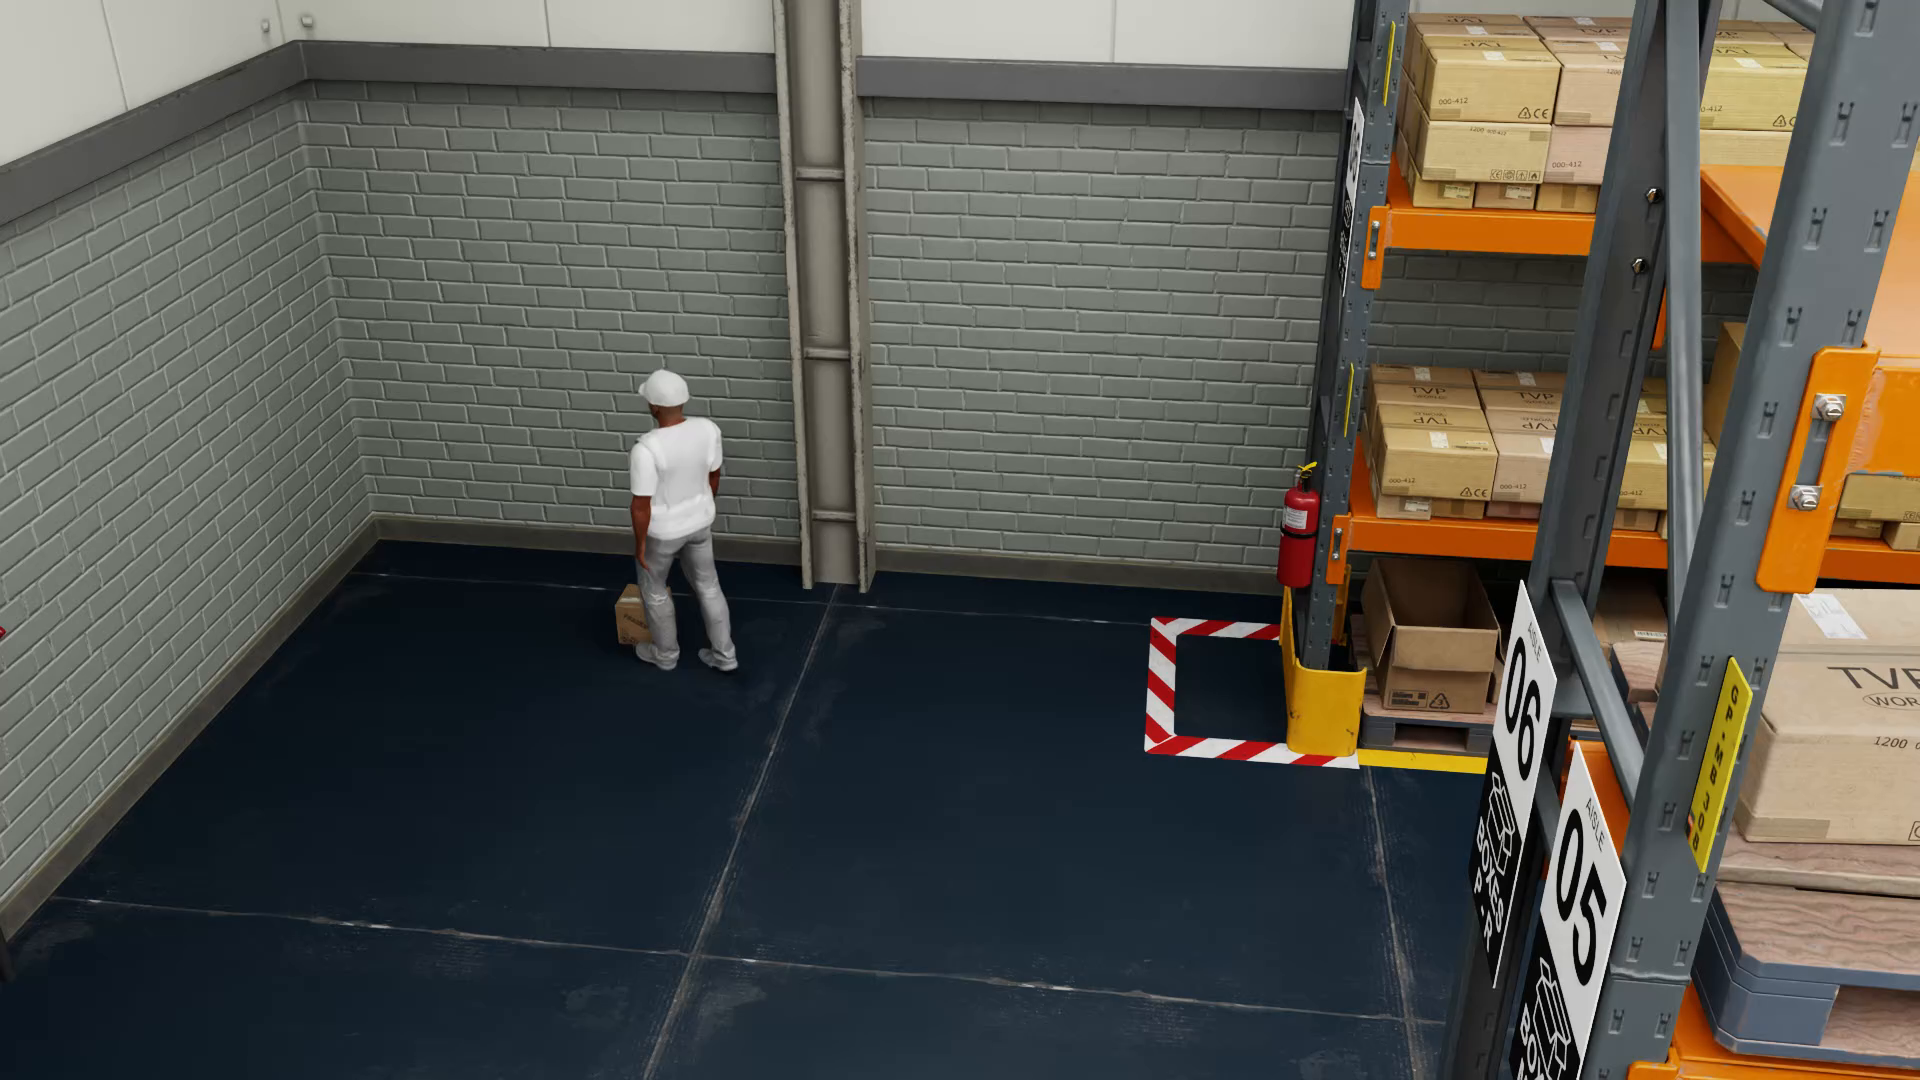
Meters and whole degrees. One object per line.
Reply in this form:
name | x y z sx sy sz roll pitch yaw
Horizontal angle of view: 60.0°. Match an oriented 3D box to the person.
person | -1.517 -0.086 8.798 0.568 1.776 0.567 -24 36 -37
